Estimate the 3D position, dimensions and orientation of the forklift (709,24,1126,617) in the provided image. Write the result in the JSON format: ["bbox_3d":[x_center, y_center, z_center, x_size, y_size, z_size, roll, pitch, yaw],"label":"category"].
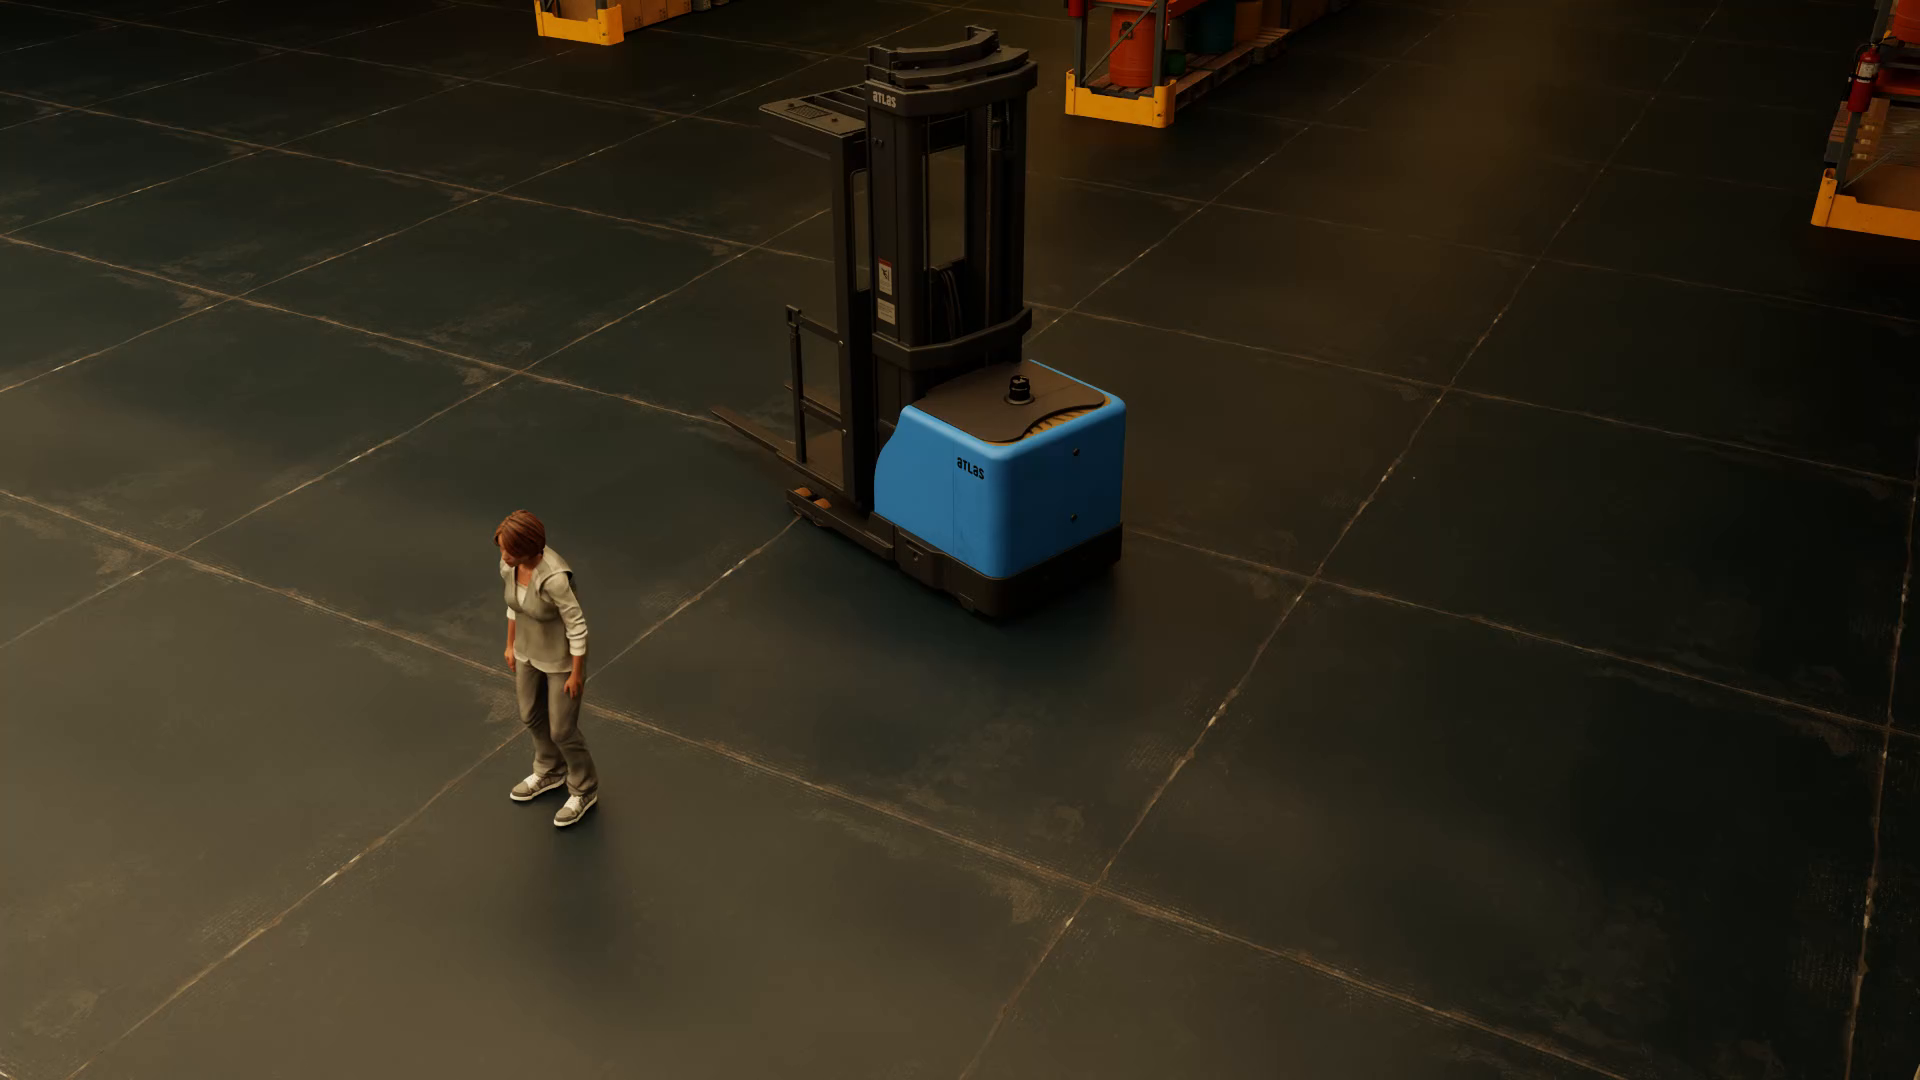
[{"bbox_3d":[-0.417,-1.503,9.675,1.130,2.935,3.031,-24,38,-35],"label":"forklift"}]

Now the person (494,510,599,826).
[{"bbox_3d":[-1.855,0.546,7.466,0.482,1.592,0.347,19,35,30],"label":"person"}]
